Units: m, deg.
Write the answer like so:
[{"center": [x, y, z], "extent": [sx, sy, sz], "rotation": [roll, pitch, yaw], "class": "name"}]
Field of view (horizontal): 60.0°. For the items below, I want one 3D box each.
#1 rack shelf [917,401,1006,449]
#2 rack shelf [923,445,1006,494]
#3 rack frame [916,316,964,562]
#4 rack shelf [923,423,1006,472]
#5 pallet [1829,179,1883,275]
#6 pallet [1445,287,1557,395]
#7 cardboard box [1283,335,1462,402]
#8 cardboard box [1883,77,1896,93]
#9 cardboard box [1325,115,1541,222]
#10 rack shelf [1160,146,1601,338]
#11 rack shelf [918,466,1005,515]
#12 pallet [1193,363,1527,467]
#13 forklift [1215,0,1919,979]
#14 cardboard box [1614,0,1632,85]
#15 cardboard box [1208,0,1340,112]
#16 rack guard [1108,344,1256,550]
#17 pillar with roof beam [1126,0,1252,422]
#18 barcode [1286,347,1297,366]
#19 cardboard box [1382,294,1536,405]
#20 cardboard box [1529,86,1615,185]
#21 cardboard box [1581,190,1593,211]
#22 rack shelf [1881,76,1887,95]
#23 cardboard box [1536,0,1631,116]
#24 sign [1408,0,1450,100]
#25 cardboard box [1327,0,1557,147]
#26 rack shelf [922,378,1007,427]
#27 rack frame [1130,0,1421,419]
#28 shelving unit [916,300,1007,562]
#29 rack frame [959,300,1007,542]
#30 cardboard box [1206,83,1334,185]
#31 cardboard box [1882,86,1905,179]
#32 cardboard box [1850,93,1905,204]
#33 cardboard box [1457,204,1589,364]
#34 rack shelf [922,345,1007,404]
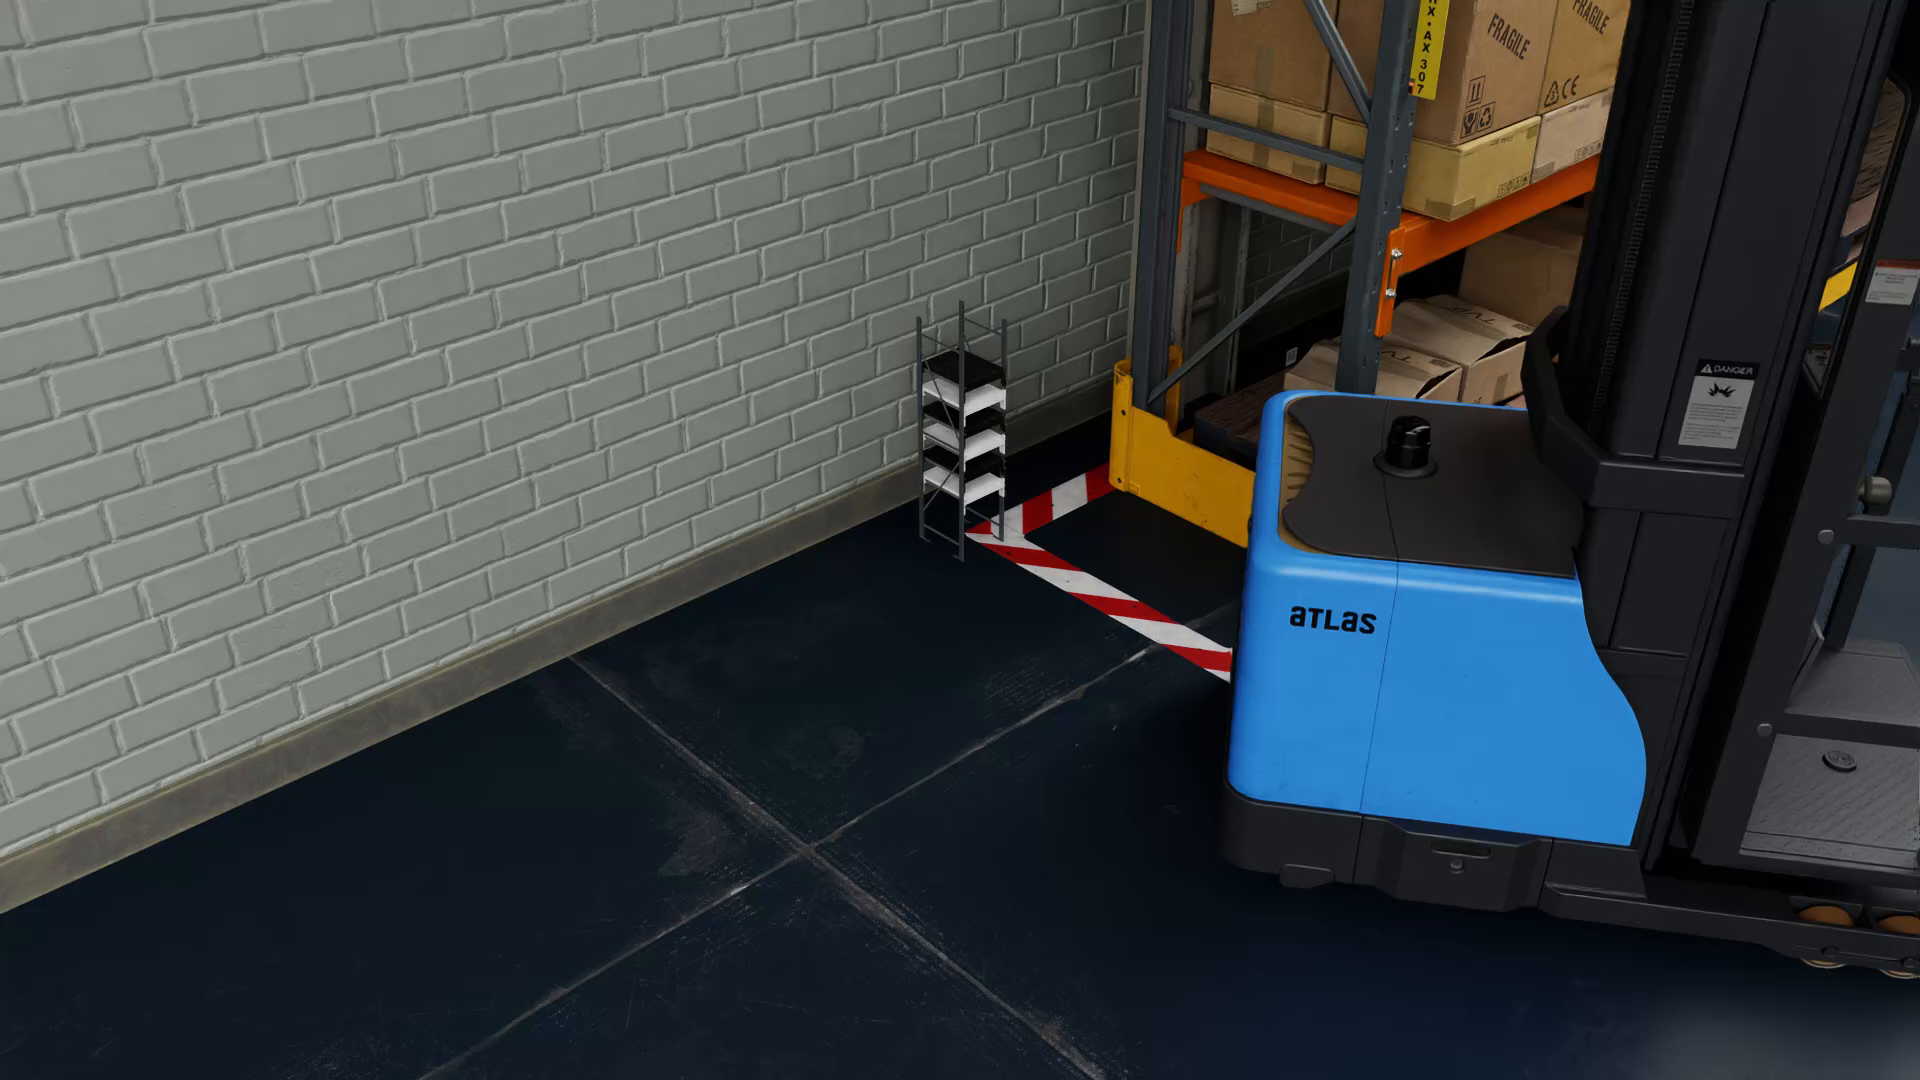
[{"center": [0.006, -0.435, 5.990], "extent": [0.200, 0.077, 0.258], "rotation": [-26, 40, -35], "class": "rack shelf"}, {"center": [0.006, -0.282, 6.084], "extent": [0.200, 0.077, 0.258], "rotation": [-26, 40, -35], "class": "rack shelf"}, {"center": [-0.069, -0.351, 5.961], "extent": [0.006, 0.900, 0.240], "rotation": [-26, 40, -35], "class": "rack frame"}, {"center": [0.006, -0.358, 6.037], "extent": [0.200, 0.077, 0.258], "rotation": [-26, 40, -35], "class": "rack shelf"}, {"center": [4.536, -1.834, 9.046], "extent": [1.213, 0.211, 1.003], "rotation": [-26, 40, -35], "class": "pallet"}, {"center": [2.602, -0.870, 7.471], "extent": [1.213, 0.211, 1.003], "rotation": [-26, 40, -35], "class": "pallet"}, {"center": [1.601, -0.579, 6.478], "extent": [0.500, 0.311, 0.500], "rotation": [24, 39, 34], "class": "cardboard box"}, {"center": [4.815, -2.613, 8.903], "extent": [0.500, 0.250, 0.500], "rotation": [-27, 40, -36], "class": "cardboard box"}, {"center": [1.606, -1.324, 5.665], "extent": [0.500, 0.250, 0.500], "rotation": [-27, 41, -37], "class": "cardboard box"}, {"center": [2.499, -1.730, 6.894], "extent": [4.000, 0.370, 1.077], "rotation": [-26, 40, -35], "class": "rack shelf"}, {"center": [0.006, -0.205, 6.131], "extent": [0.200, 0.077, 0.258], "rotation": [-26, 40, -35], "class": "rack shelf"}, {"center": [1.708, -0.440, 6.767], "extent": [1.213, 0.211, 1.003], "rotation": [-26, 40, -35], "class": "pallet"}, {"center": [2.292, -0.401, 4.096], "extent": [3.031, 2.935, 1.130], "rotation": [6, 32, 9], "class": "forklift"}, {"center": [2.339, -1.999, 6.050], "extent": [0.500, 0.500, 0.500], "rotation": [-27, 41, -37], "class": "cardboard box"}, {"center": [1.234, -1.841, 5.791], "extent": [0.500, 0.500, 0.500], "rotation": [-26, 40, -36], "class": "cardboard box"}, {"center": [1.088, -0.288, 6.242], "extent": [0.348, 0.500, 1.175], "rotation": [-26, 40, -35], "class": "rack guard"}, {"center": [3.885, -2.820, 2.235], "extent": [0.400, 9.000, 9.100], "rotation": [-26, 40, -35], "class": "pillar with roof beam"}, {"center": [1.343, -0.743, 6.736], "extent": [0.075, 0.075, 0.001], "rotation": [-26, 40, -35], "class": "barcode"}, {"center": [2.019, -0.782, 6.809], "extent": [0.500, 0.311, 0.500], "rotation": [-22, 38, -32], "class": "cardboard box"}, {"center": [1.977, -1.514, 5.975], "extent": [0.500, 0.250, 0.500], "rotation": [-27, 41, -37], "class": "cardboard box"}, {"center": [3.232, -1.484, 7.777], "extent": [0.500, 0.500, 0.500], "rotation": [26, 40, 35], "class": "cardboard box"}, {"center": [5.432, -3.149, 9.214], "extent": [4.000, 0.370, 1.077], "rotation": [-26, 40, -35], "class": "rack shelf"}, {"center": [1.956, -1.818, 5.754], "extent": [0.500, 0.500, 0.500], "rotation": [-26, 40, -35], "class": "cardboard box"}, {"center": [1.402, -1.490, 4.981], "extent": [0.005, 0.325, 0.100], "rotation": [-26, 40, -35], "class": "sign"}, {"center": [1.587, -1.647, 5.473], "extent": [0.500, 0.500, 0.500], "rotation": [-26, 40, -35], "class": "cardboard box"}, {"center": [0.006, -0.512, 5.943], "extent": [0.200, 0.077, 0.258], "rotation": [-26, 40, -35], "class": "rack shelf"}, {"center": [1.033, -1.328, 5.546], "extent": [0.127, 3.000, 1.000], "rotation": [-26, 40, -35], "class": "rack frame"}, {"center": [0.006, -0.387, 6.020], "extent": [0.210, 0.900, 0.258], "rotation": [-26, 40, -35], "class": "shelving unit"}, {"center": [0.080, -0.423, 6.079], "extent": [0.006, 0.900, 0.240], "rotation": [-26, 40, -35], "class": "rack frame"}, {"center": [1.244, -1.512, 5.973], "extent": [0.500, 0.250, 0.500], "rotation": [-25, 39, -35], "class": "cardboard box"}, {"center": [4.839, -2.338, 9.172], "extent": [0.500, 0.500, 0.700], "rotation": [-27, 40, -36], "class": "cardboard box"}, {"center": [4.494, -2.135, 8.841], "extent": [0.500, 0.500, 0.700], "rotation": [-24, 39, -34], "class": "cardboard box"}, {"center": [2.591, -1.103, 7.154], "extent": [0.700, 0.500, 0.500], "rotation": [26, 40, 36], "class": "cardboard box"}, {"center": [0.006, -0.589, 5.896], "extent": [0.200, 0.077, 0.258], "rotation": [-26, 40, -35], "class": "rack shelf"}]
